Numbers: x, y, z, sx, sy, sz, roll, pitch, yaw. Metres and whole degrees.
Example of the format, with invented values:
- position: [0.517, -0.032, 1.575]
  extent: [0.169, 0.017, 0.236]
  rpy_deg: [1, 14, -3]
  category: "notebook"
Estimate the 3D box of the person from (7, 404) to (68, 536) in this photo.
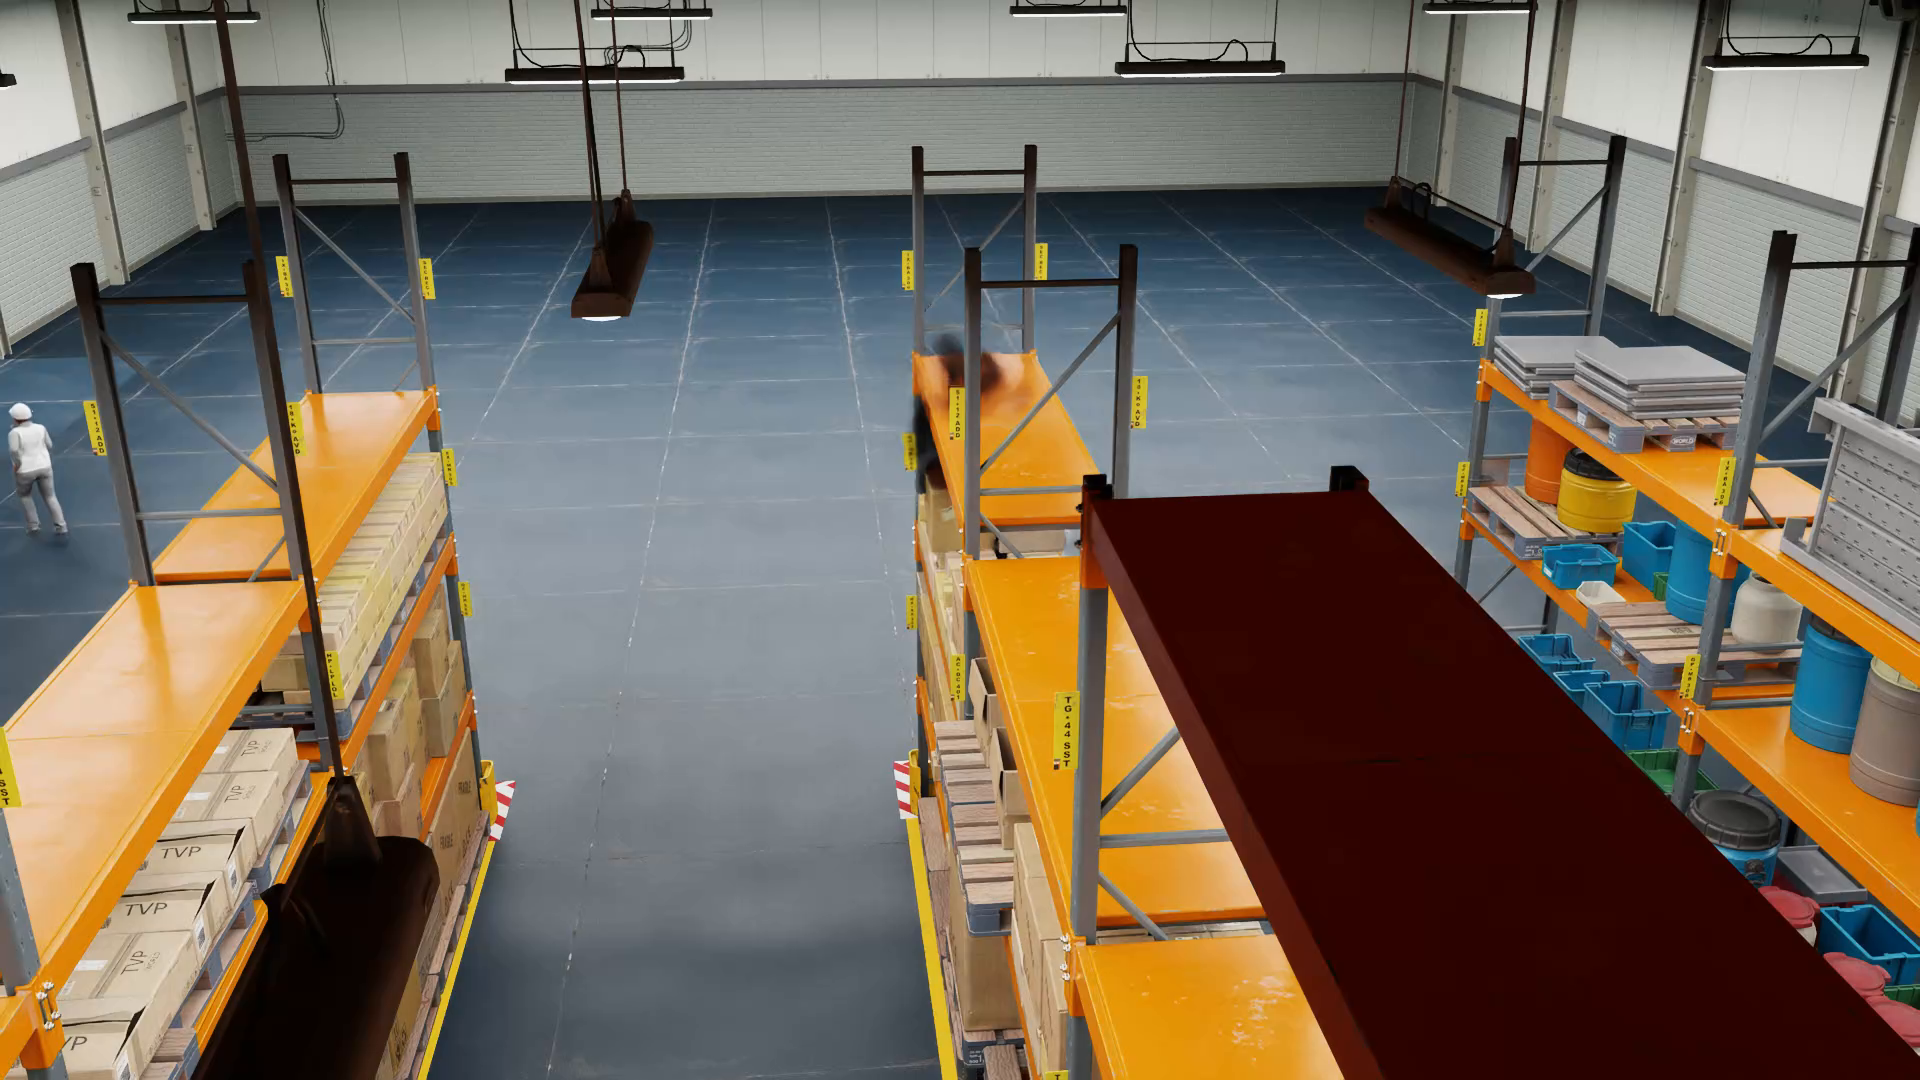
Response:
- position: [-11.968, -0.862, 21.415]
  extent: [0.845, 1.822, 0.517]
  rpy_deg: [19, 28, 39]
  category: "person"
